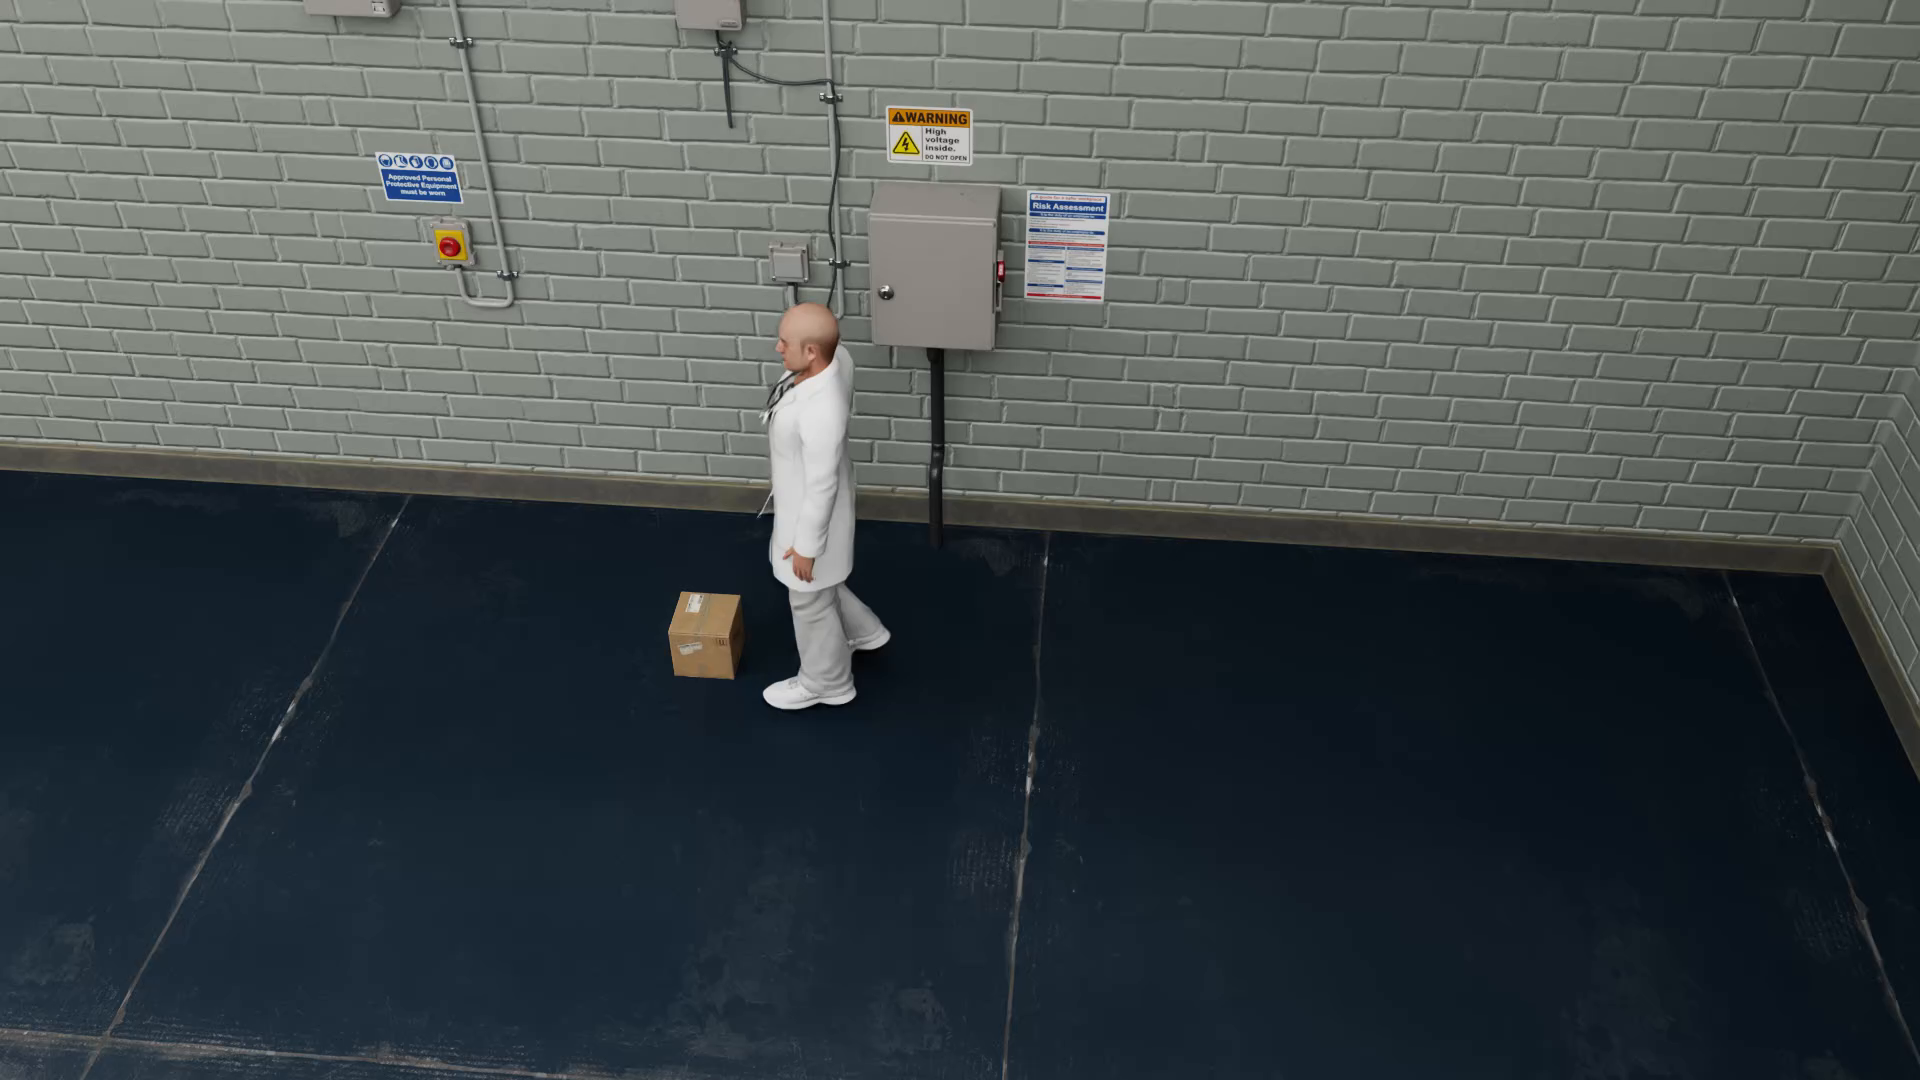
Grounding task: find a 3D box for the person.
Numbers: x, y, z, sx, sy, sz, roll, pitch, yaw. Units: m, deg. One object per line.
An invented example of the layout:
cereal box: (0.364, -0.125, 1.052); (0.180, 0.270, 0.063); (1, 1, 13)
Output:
person: (-0.540, -0.112, 6.278); (0.518, 1.786, 0.606); (0, 40, 0)
